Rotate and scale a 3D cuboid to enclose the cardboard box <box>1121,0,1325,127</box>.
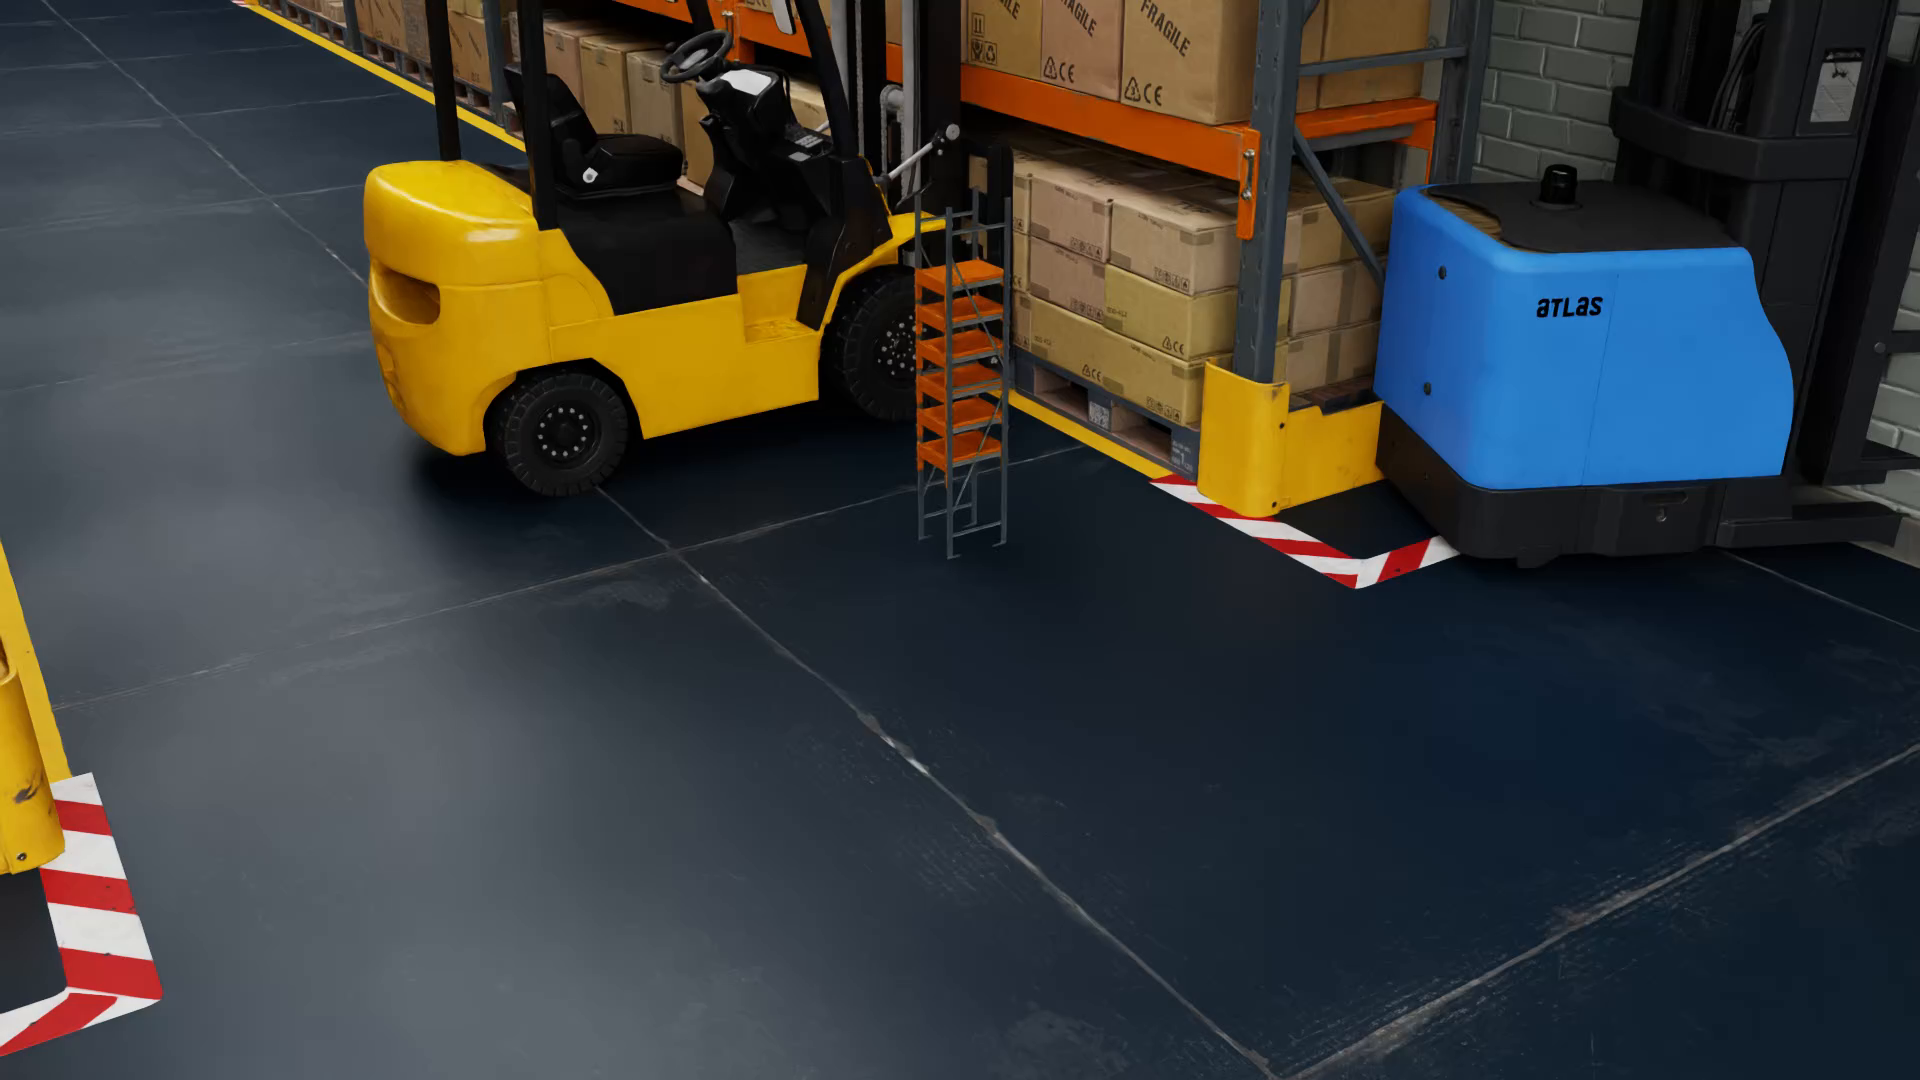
[{"bbox_3d":[0.931,-1.791,5.912,0.500,0.500,0.500,-16,30,-31],"label":"cardboard box"}]

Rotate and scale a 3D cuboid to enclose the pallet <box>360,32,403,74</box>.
[{"bbox_3d":[-4.655,-4.380,14.780,1.003,0.211,1.213,-16,29,-30],"label":"pallet"}]

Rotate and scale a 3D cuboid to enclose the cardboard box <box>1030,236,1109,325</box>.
[{"bbox_3d":[0.628,-1.086,6.681,0.500,0.250,0.500,-16,30,-30],"label":"cardboard box"}]

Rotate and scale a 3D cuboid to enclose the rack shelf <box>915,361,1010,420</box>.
[{"bbox_3d":[0.008,-0.497,5.502,0.258,0.103,0.180,-16,29,-30],"label":"rack shelf"}]

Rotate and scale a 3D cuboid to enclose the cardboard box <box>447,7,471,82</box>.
[{"bbox_3d":[-3.623,-3.834,12.794,0.500,0.500,0.500,-16,30,-30],"label":"cardboard box"}]

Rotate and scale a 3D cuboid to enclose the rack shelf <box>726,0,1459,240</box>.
[{"bbox_3d":[0.328,-2.021,7.359,1.077,0.370,4.000,-16,29,-30],"label":"rack shelf"}]

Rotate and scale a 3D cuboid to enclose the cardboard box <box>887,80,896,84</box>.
[{"bbox_3d":[-0.333,-2.329,8.728,0.500,0.250,0.500,-15,29,-29],"label":"cardboard box"}]

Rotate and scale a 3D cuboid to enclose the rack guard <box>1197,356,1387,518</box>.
[{"bbox_3d":[1.433,-0.492,6.206,1.175,0.500,0.348,-16,29,-30],"label":"rack guard"}]

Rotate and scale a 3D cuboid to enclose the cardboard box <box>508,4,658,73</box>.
[{"bbox_3d":[-2.618,-3.382,11.690,0.875,0.625,0.625,-15,29,-28],"label":"cardboard box"}]

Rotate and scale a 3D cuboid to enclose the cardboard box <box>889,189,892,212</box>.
[{"bbox_3d":[-0.217,-1.627,7.826,0.500,0.250,0.500,-16,30,-30],"label":"cardboard box"}]

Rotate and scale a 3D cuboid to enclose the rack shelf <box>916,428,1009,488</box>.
[{"bbox_3d":[0.008,-0.280,5.604,0.258,0.103,0.180,-16,29,-30],"label":"rack shelf"}]

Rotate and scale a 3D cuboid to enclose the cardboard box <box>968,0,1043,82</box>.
[{"bbox_3d":[0.376,-2.162,6.698,0.500,0.500,0.500,-16,30,-31],"label":"cardboard box"}]

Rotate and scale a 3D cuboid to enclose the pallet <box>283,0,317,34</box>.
[{"bbox_3d":[-6.175,-5.344,16.824,1.003,0.211,1.213,-16,29,-30],"label":"pallet"}]

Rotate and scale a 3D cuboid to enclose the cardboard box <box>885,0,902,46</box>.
[{"bbox_3d":[-0.164,-2.524,7.465,0.500,0.500,0.500,-16,30,-30],"label":"cardboard box"}]

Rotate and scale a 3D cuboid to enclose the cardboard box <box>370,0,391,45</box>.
[{"bbox_3d":[-4.756,-4.569,14.350,0.500,0.500,0.500,-16,30,-30],"label":"cardboard box"}]

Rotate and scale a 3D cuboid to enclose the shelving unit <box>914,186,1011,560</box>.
[{"bbox_3d":[0.008,-0.537,5.483,0.258,1.200,0.189,-16,29,-30],"label":"shelving unit"}]

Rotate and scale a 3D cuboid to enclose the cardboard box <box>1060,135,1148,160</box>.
[{"bbox_3d":[0.776,-1.605,7.193,0.500,0.250,0.500,-16,30,-30],"label":"cardboard box"}]

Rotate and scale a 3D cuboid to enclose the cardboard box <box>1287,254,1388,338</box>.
[{"bbox_3d":[1.337,-1.020,6.540,0.500,0.250,0.500,-15,29,-29],"label":"cardboard box"}]

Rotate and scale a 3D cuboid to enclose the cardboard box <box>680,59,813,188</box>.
[{"bbox_3d":[-1.058,-2.361,9.528,0.875,0.625,0.625,-14,29,-27],"label":"cardboard box"}]

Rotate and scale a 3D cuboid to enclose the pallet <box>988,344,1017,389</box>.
[{"bbox_3d":[0.306,-1.069,7.768,1.003,0.211,1.213,-16,29,-30],"label":"pallet"}]

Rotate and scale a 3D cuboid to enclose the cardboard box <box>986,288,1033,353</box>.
[{"bbox_3d":[0.370,-1.033,7.153,0.500,0.250,0.500,-15,29,-29],"label":"cardboard box"}]

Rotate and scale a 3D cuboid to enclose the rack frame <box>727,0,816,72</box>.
[{"bbox_3d":[-0.764,-3.061,8.721,1.000,3.000,0.127,-16,29,-30],"label":"rack frame"}]

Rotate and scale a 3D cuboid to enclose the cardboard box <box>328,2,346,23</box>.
[{"bbox_3d":[-5.681,-4.954,15.579,0.380,0.149,0.250,-17,30,-31],"label":"cardboard box"}]

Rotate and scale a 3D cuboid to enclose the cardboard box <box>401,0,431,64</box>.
[{"bbox_3d":[-4.210,-4.202,13.574,0.500,0.500,0.500,-17,30,-31],"label":"cardboard box"}]

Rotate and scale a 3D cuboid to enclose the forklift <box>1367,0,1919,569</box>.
[{"bbox_3d":[3.083,-1.499,5.491,3.031,2.935,1.130,-3,25,-7],"label":"forklift"}]

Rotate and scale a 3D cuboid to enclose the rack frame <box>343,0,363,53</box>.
[{"bbox_3d":[-5.131,-5.923,14.782,1.000,3.000,0.127,-16,29,-30],"label":"rack frame"}]

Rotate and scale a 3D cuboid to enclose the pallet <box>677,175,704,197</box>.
[{"bbox_3d":[-1.198,-2.055,9.855,1.003,0.211,1.213,-16,29,-30],"label":"pallet"}]

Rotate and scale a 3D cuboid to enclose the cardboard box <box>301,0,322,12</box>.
[{"bbox_3d":[-6.059,-5.486,16.294,0.700,0.500,0.500,-17,30,-31],"label":"cardboard box"}]

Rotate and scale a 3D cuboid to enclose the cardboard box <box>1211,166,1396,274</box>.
[{"bbox_3d":[1.316,-1.245,6.432,0.500,0.250,0.500,-16,30,-30],"label":"cardboard box"}]

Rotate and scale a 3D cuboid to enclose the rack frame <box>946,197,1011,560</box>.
[{"bbox_3d":[0.058,-0.505,5.414,0.240,1.200,0.006,-16,29,-30],"label":"rack frame"}]

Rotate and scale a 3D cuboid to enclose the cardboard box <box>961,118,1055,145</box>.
[{"bbox_3d":[0.070,-1.664,7.318,0.500,0.250,0.500,-16,30,-31],"label":"cardboard box"}]

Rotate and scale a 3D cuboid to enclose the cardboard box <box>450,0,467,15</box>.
[{"bbox_3d":[-3.604,-4.053,12.498,0.380,0.149,0.250,-17,30,-32],"label":"cardboard box"}]

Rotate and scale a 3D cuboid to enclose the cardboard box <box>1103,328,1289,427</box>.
[{"bbox_3d":[0.899,-0.672,6.388,0.500,0.250,0.500,-15,29,-29],"label":"cardboard box"}]

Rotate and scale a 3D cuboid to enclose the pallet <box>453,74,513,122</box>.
[{"bbox_3d":[-3.323,-3.507,12.931,1.003,0.211,1.213,-16,29,-30],"label":"pallet"}]

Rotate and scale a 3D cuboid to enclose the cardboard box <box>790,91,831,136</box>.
[{"bbox_3d":[-0.492,-2.029,8.091,0.500,0.250,0.500,-15,29,-29],"label":"cardboard box"}]

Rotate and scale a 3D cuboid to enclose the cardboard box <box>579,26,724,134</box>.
[{"bbox_3d":[-1.887,-2.909,10.689,0.875,0.625,0.625,-17,30,-32],"label":"cardboard box"}]

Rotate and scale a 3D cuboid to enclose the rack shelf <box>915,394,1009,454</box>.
[{"bbox_3d":[0.008,-0.389,5.553,0.258,0.103,0.180,-16,29,-30],"label":"rack shelf"}]

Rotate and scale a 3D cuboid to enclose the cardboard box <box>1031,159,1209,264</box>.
[{"bbox_3d":[0.624,-1.303,6.553,0.500,0.250,0.500,-15,29,-29],"label":"cardboard box"}]

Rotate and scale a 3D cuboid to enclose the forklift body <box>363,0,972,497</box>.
[{"bbox_3d":[-1.144,-1.500,6.408,2.313,2.155,1.214,-16,29,-30],"label":"forklift body"}]

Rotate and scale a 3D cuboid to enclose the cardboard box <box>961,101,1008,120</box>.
[{"bbox_3d":[0.221,-1.967,7.961,0.500,0.250,0.500,-15,29,-29],"label":"cardboard box"}]

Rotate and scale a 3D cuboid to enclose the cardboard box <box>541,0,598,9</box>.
[{"bbox_3d":[-2.971,-4.104,12.606,0.380,0.149,0.250,-14,29,-27],"label":"cardboard box"}]

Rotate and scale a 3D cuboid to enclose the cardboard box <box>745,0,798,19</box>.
[{"bbox_3d":[-0.740,-2.887,8.235,0.500,0.500,0.500,-16,30,-31],"label":"cardboard box"}]
